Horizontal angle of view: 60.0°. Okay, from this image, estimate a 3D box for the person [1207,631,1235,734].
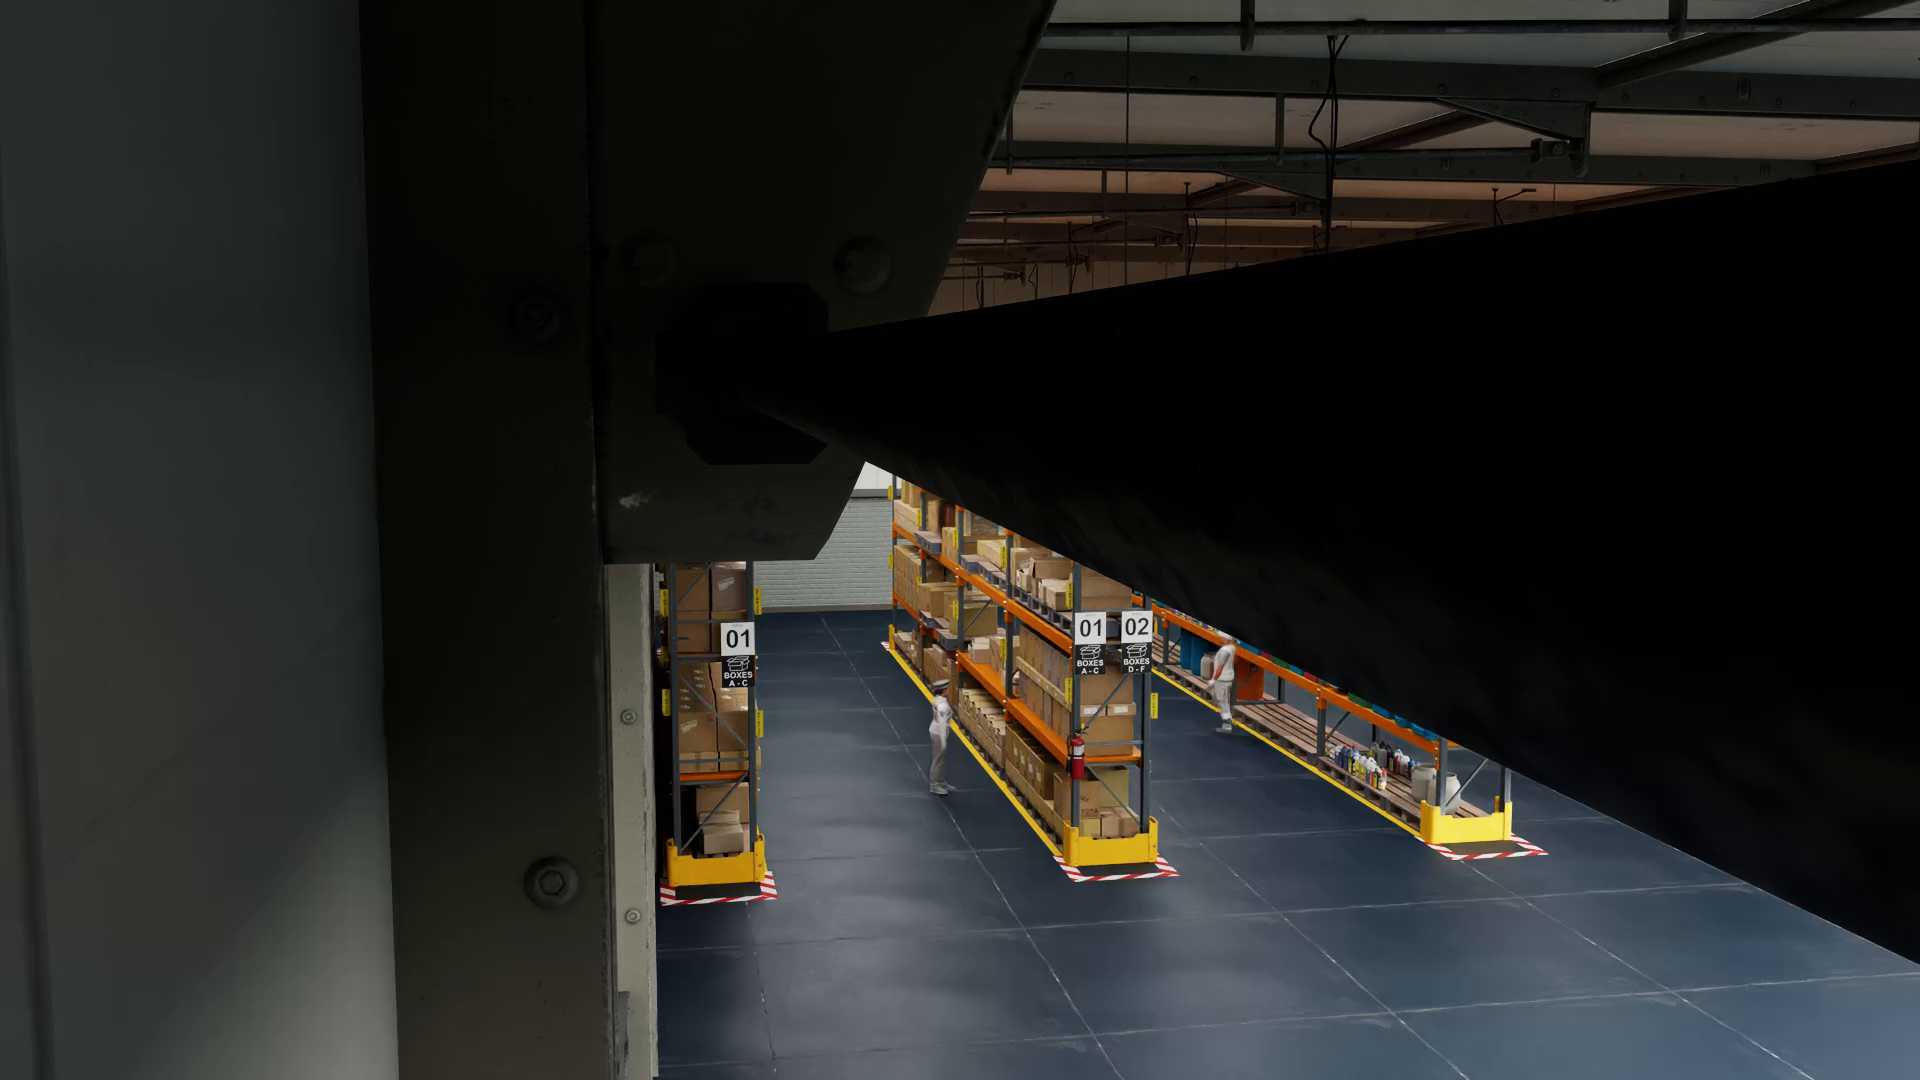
[{"bbox_3d":[4.428,2.398,28.200,0.443,1.816,0.564,4,7,31],"label":"person"}]

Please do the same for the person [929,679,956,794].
[{"bbox_3d":[-0.246,2.872,24.315,0.404,1.696,0.509,-1,6,-6],"label":"person"}]
